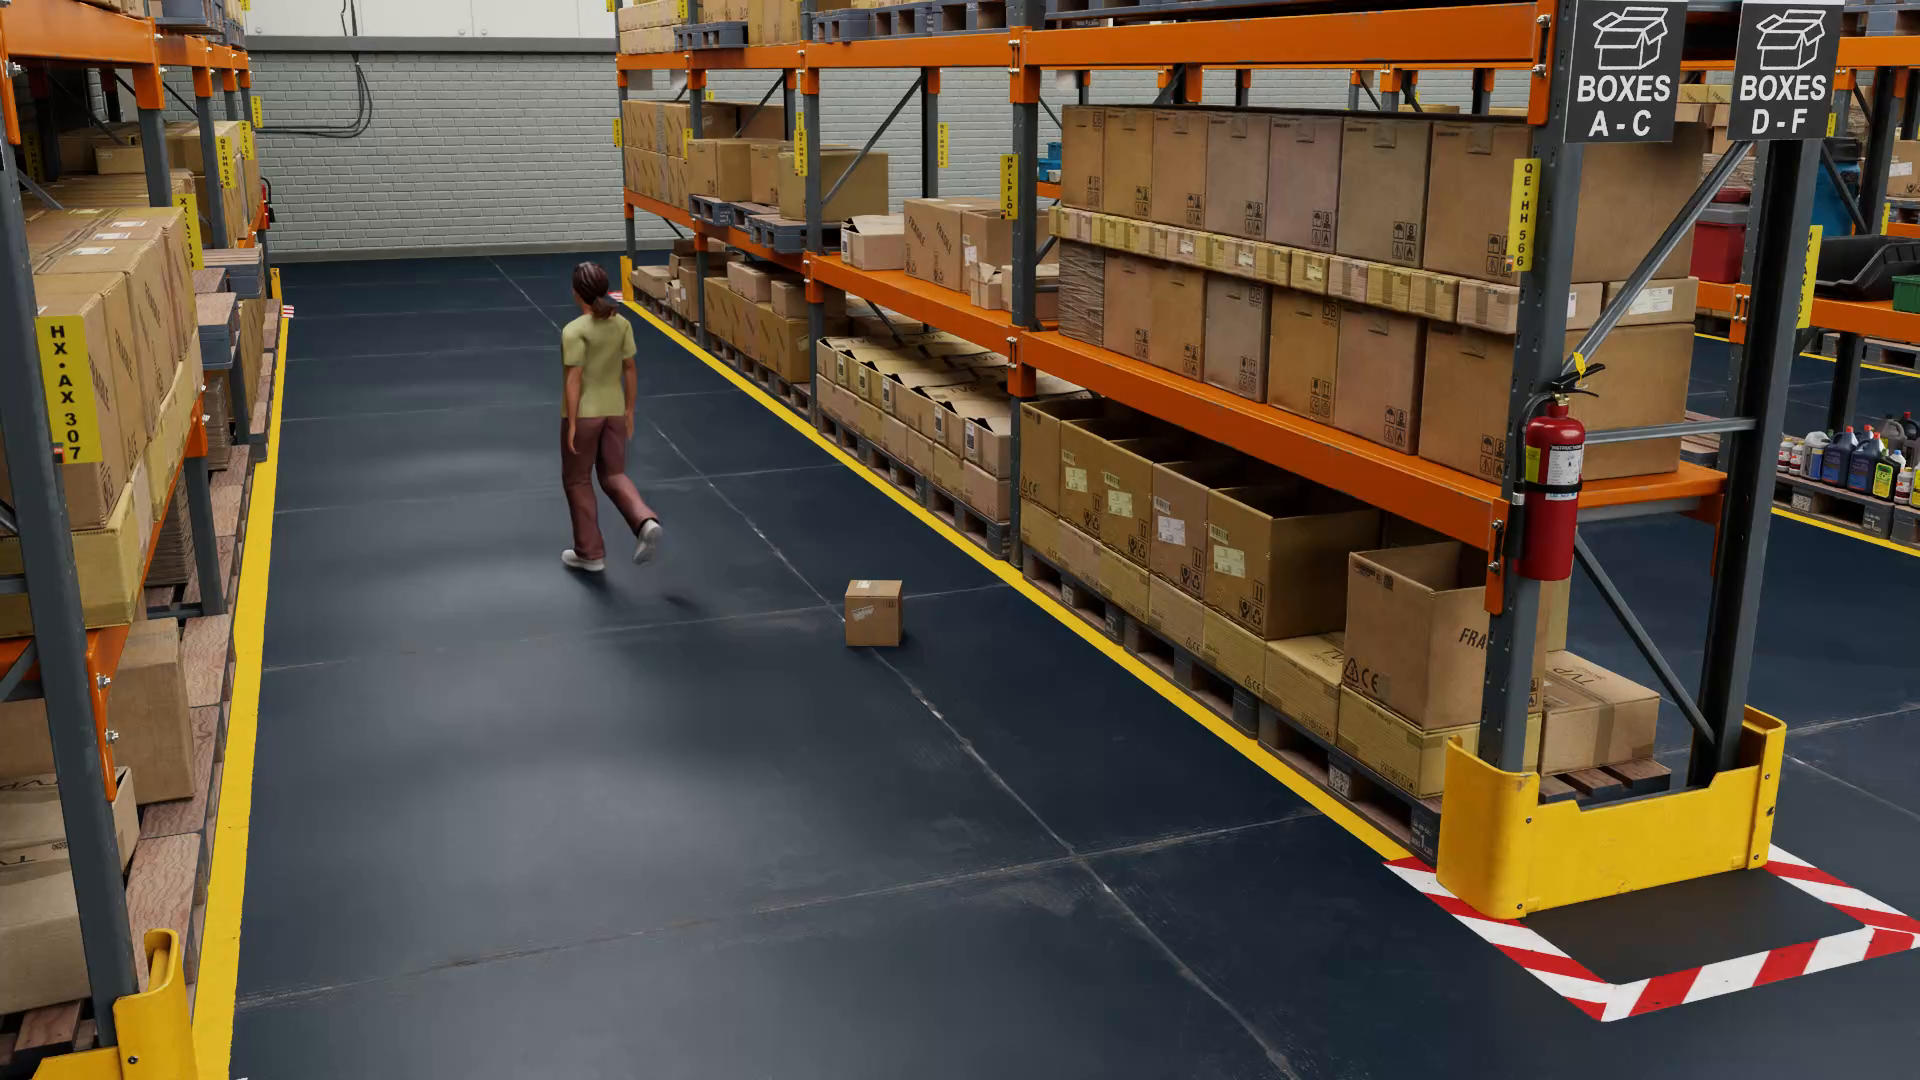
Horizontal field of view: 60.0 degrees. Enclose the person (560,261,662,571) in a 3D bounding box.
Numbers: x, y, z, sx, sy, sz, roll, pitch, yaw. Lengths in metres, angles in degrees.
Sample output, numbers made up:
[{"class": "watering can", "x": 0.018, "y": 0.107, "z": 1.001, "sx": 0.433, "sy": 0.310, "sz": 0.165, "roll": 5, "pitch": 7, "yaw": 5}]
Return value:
[{"class": "person", "x": -1.871, "y": -0.628, "z": 8.709, "sx": 0.702, "sy": 1.652, "sz": 0.449, "roll": 14, "pitch": 21, "yaw": 42}]
